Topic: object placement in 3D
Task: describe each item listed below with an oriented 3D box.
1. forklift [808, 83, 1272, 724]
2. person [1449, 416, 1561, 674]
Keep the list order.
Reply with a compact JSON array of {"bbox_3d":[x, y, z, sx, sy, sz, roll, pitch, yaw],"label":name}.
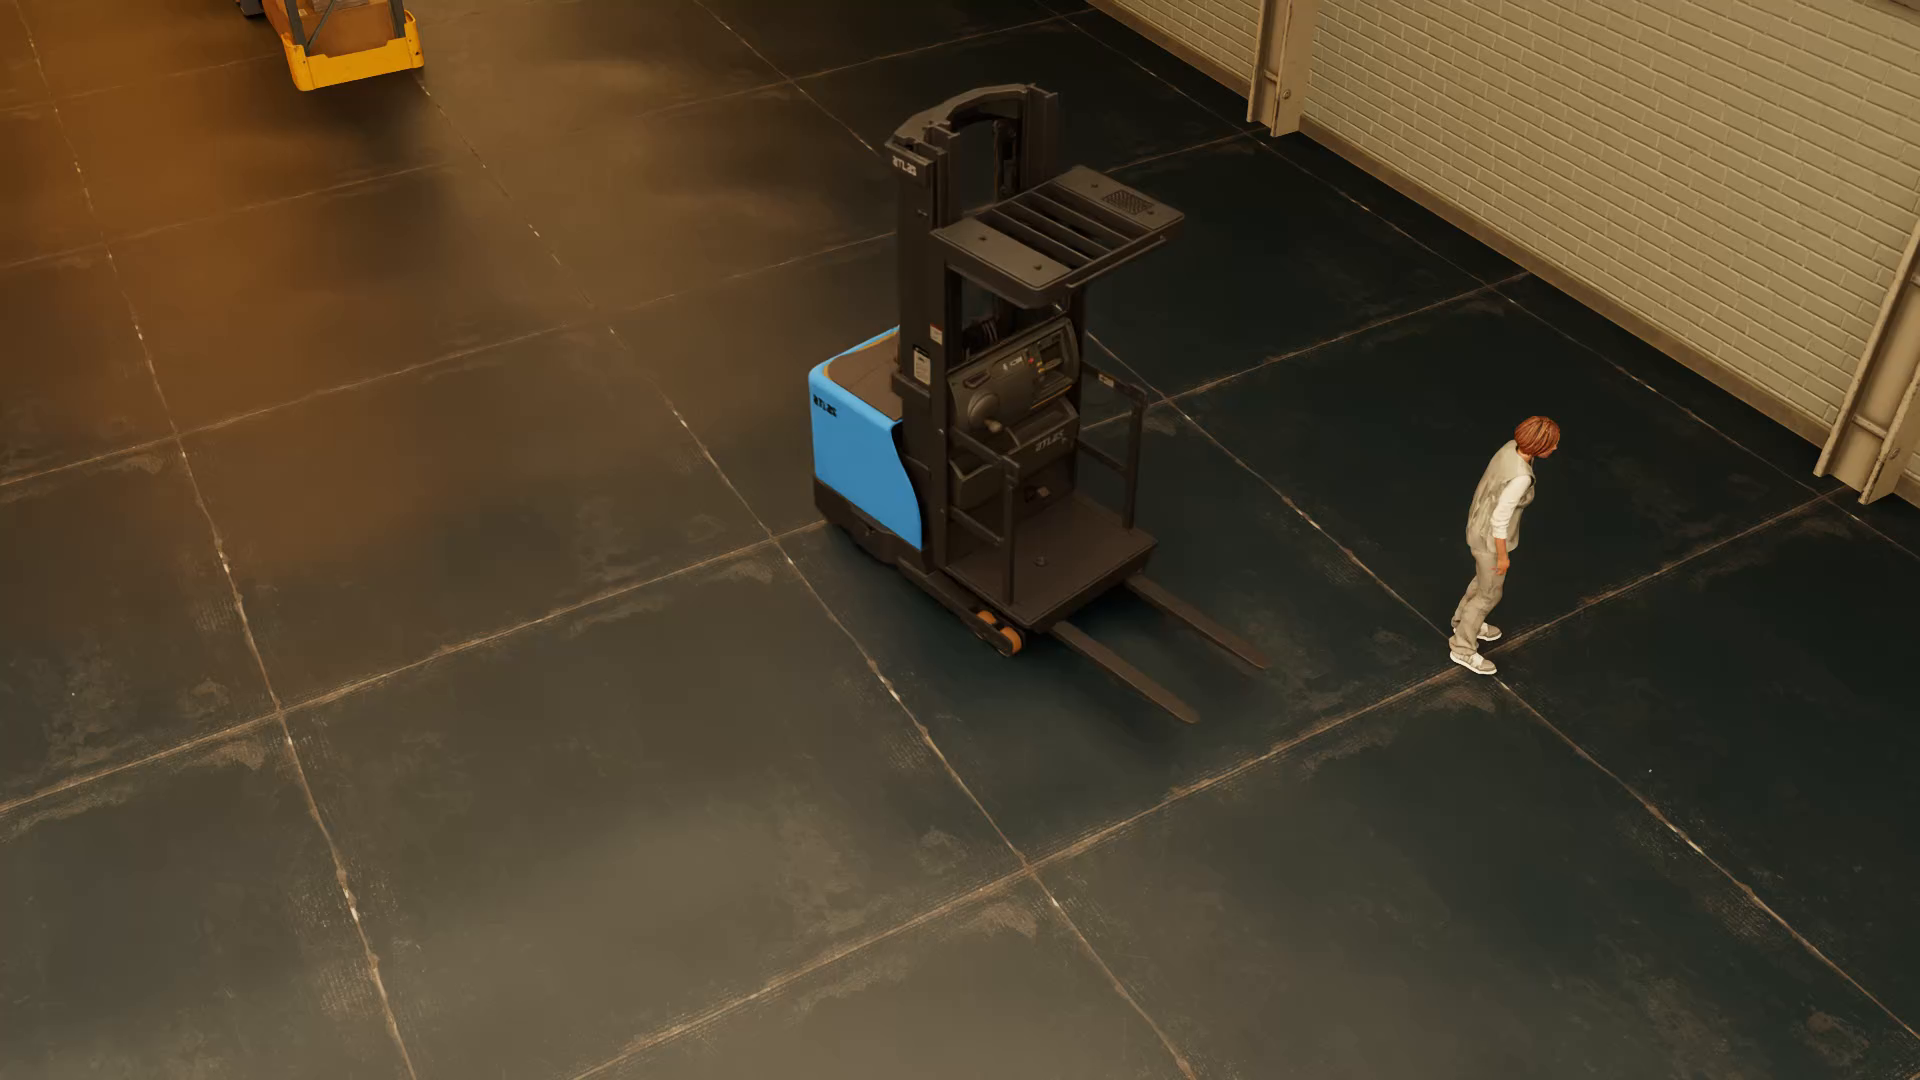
[{"bbox_3d":[0.449,-0.835,9.043,1.130,2.935,3.031,-31,49,-32],"label":"forklift"},{"bbox_3d":[2.941,-0.008,9.096,0.347,1.592,0.483,10,41,12],"label":"person"}]
